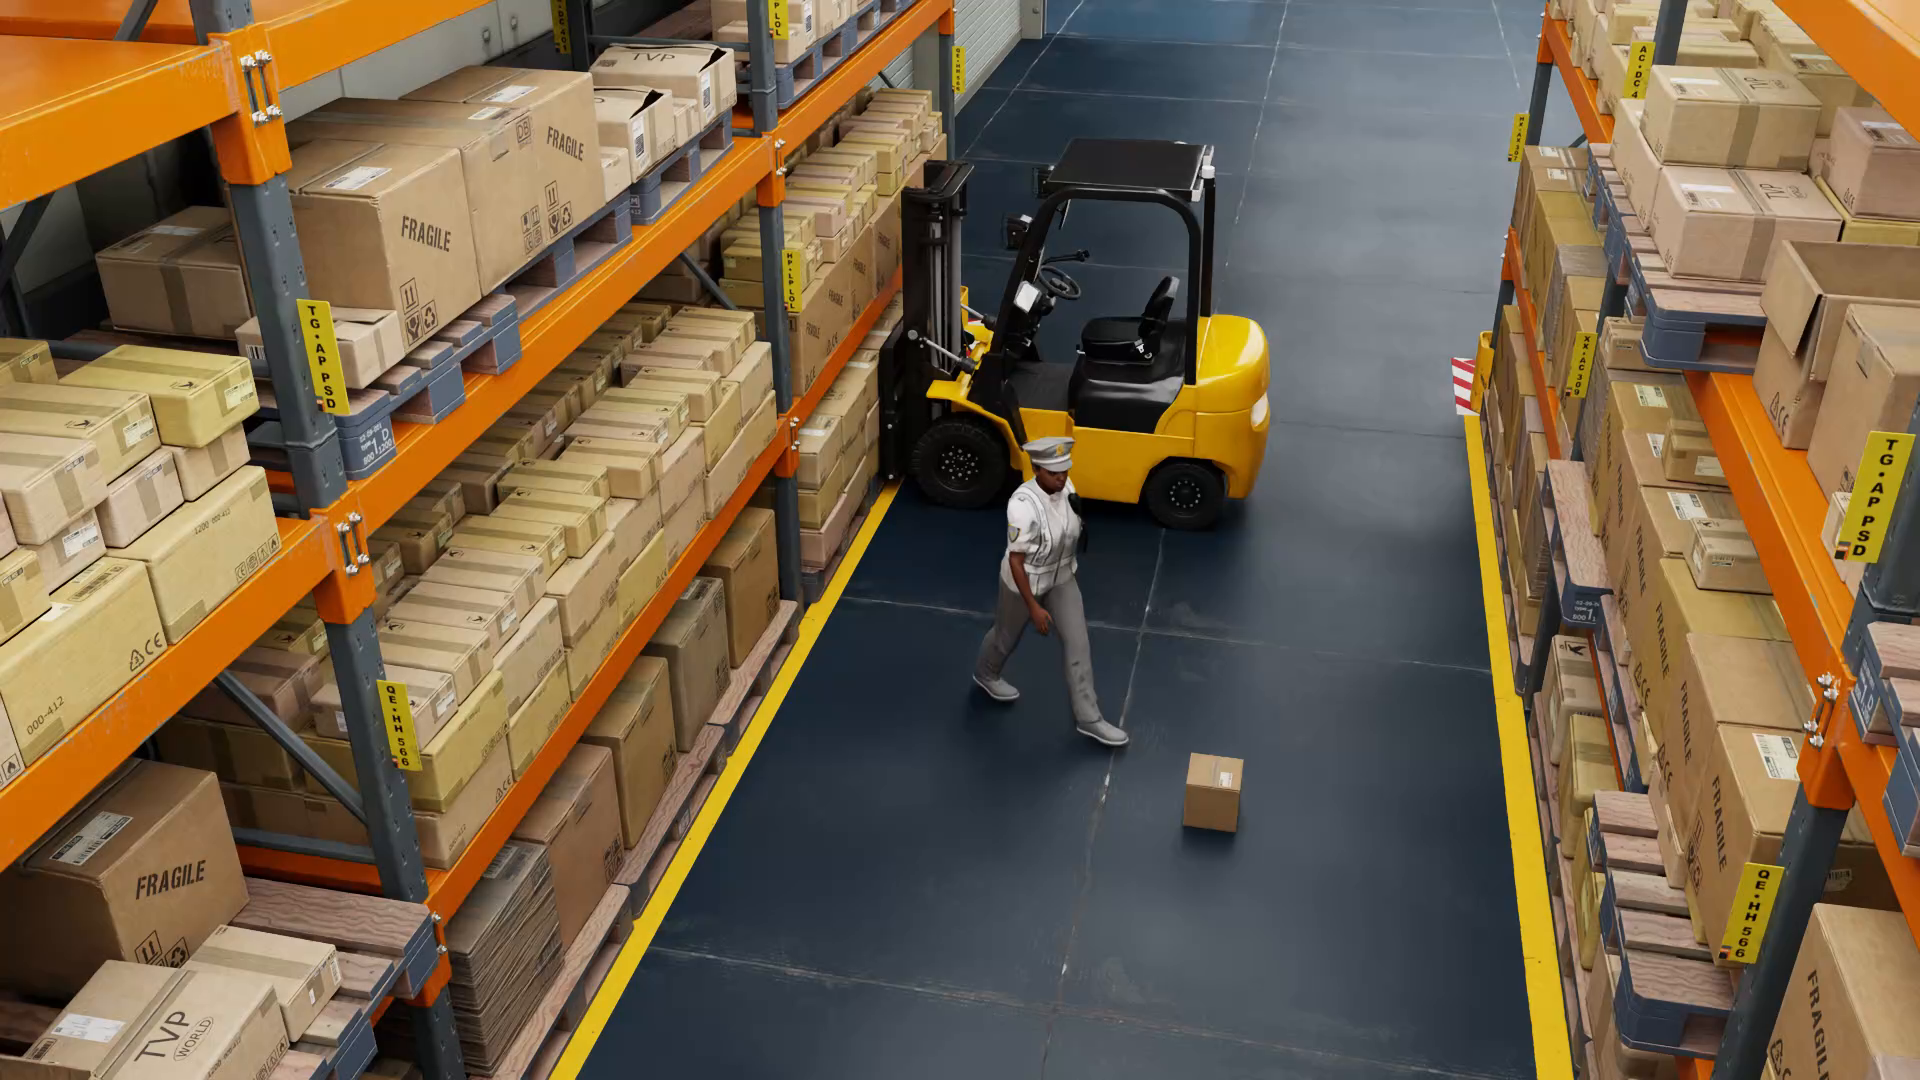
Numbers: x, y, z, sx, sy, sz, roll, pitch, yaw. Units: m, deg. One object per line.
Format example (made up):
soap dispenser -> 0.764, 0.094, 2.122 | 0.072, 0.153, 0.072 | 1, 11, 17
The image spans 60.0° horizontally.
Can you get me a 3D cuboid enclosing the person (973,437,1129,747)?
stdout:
person -> 0.418, 0.212, 8.191 | 0.476, 1.626, 0.965 | -20, 35, -32
